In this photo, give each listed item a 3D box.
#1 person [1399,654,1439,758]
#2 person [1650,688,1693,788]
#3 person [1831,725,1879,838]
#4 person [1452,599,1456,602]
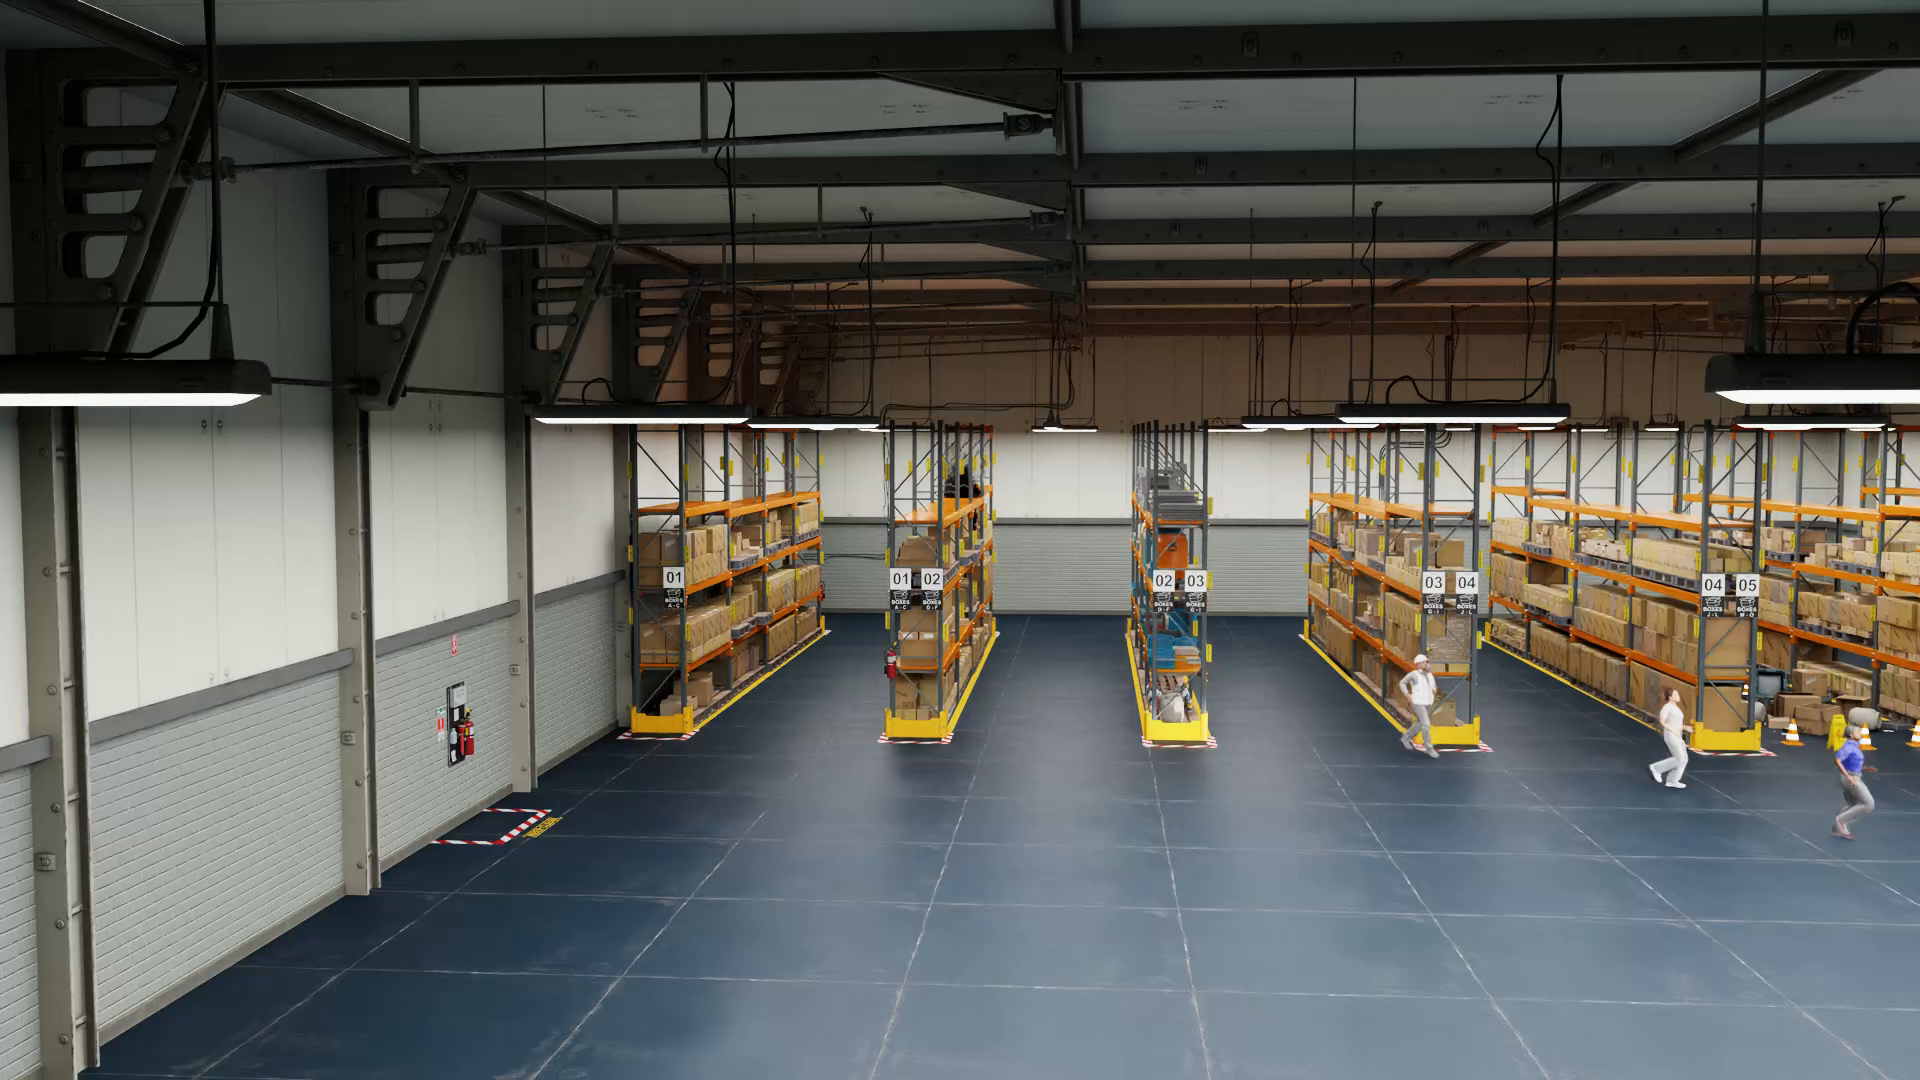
[{"bbox_3d":[8.295,2.941,29.790,0.696,1.773,0.913,-3,5,-37],"label":"person"},{"bbox_3d":[11.550,3.200,26.989,0.590,1.619,0.561,3,5,39],"label":"person"},{"bbox_3d":[12.658,3.420,23.497,0.576,1.615,0.560,2,4,25],"label":"person"},{"bbox_3d":[13.315,2.076,44.332,0.581,1.664,0.767,0,4,3],"label":"person"}]
